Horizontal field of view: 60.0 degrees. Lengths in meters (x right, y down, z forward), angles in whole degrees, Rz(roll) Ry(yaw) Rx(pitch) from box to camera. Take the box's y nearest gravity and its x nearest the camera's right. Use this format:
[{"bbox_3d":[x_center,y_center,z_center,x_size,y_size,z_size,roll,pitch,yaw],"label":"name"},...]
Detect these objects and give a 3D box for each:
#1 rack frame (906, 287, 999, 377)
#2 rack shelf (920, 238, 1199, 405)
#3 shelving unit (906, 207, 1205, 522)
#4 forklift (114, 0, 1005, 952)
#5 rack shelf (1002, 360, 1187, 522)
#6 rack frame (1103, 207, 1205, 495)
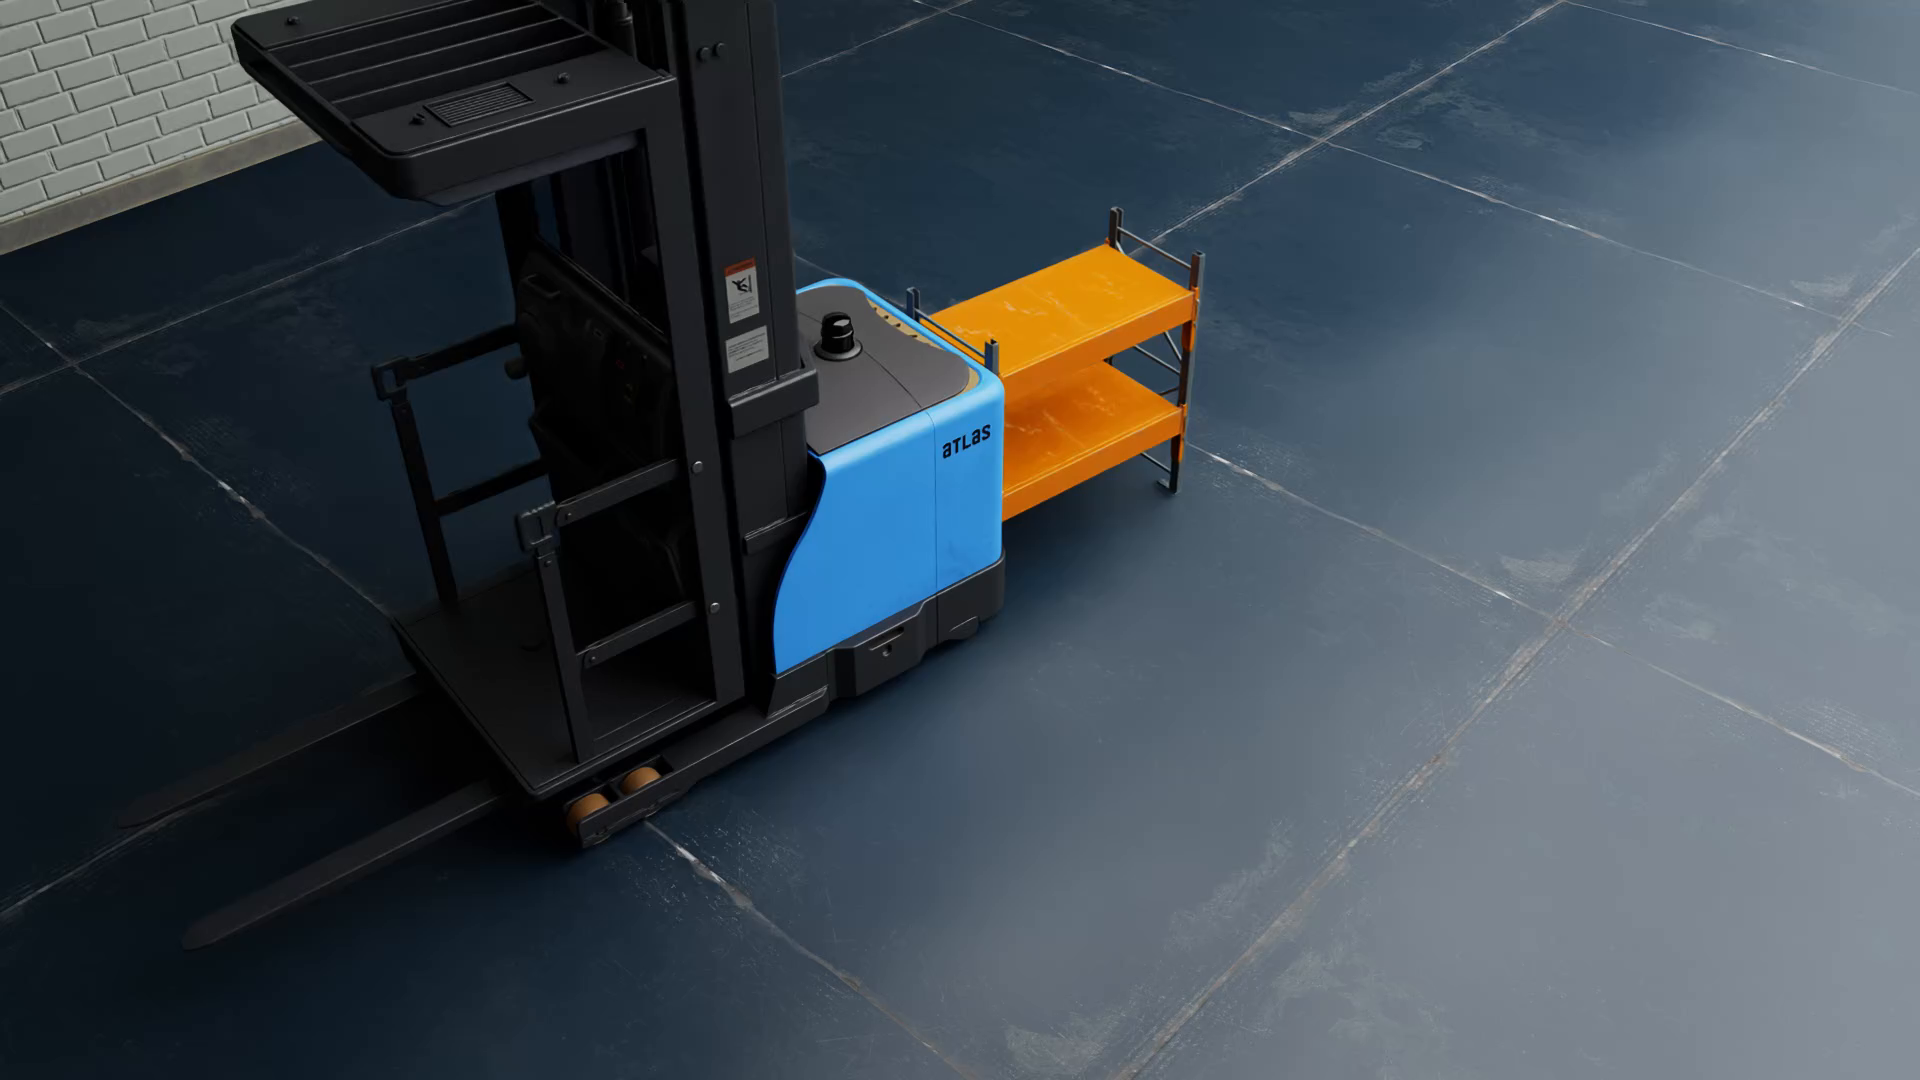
[{"bbox_3d":[-0.031,-0.363,6.302,0.032,1.125,0.500,-26,46,-29],"label":"rack frame"},{"bbox_3d":[0.366,-0.789,6.368,1.000,0.278,0.538,-26,46,-29],"label":"rack shelf"},{"bbox_3d":[0.366,-0.560,6.551,1.048,1.125,0.538,-26,46,-29],"label":"shelving unit"},{"bbox_3d":[-1.299,-0.517,5.045,3.031,2.935,1.130,-26,46,-29],"label":"forklift"},{"bbox_3d":[0.366,-0.369,6.703,1.000,0.278,0.538,-26,46,-29],"label":"rack shelf"},{"bbox_3d":[0.764,-0.758,6.799,0.032,1.125,0.500,-26,46,-29],"label":"rack frame"}]
